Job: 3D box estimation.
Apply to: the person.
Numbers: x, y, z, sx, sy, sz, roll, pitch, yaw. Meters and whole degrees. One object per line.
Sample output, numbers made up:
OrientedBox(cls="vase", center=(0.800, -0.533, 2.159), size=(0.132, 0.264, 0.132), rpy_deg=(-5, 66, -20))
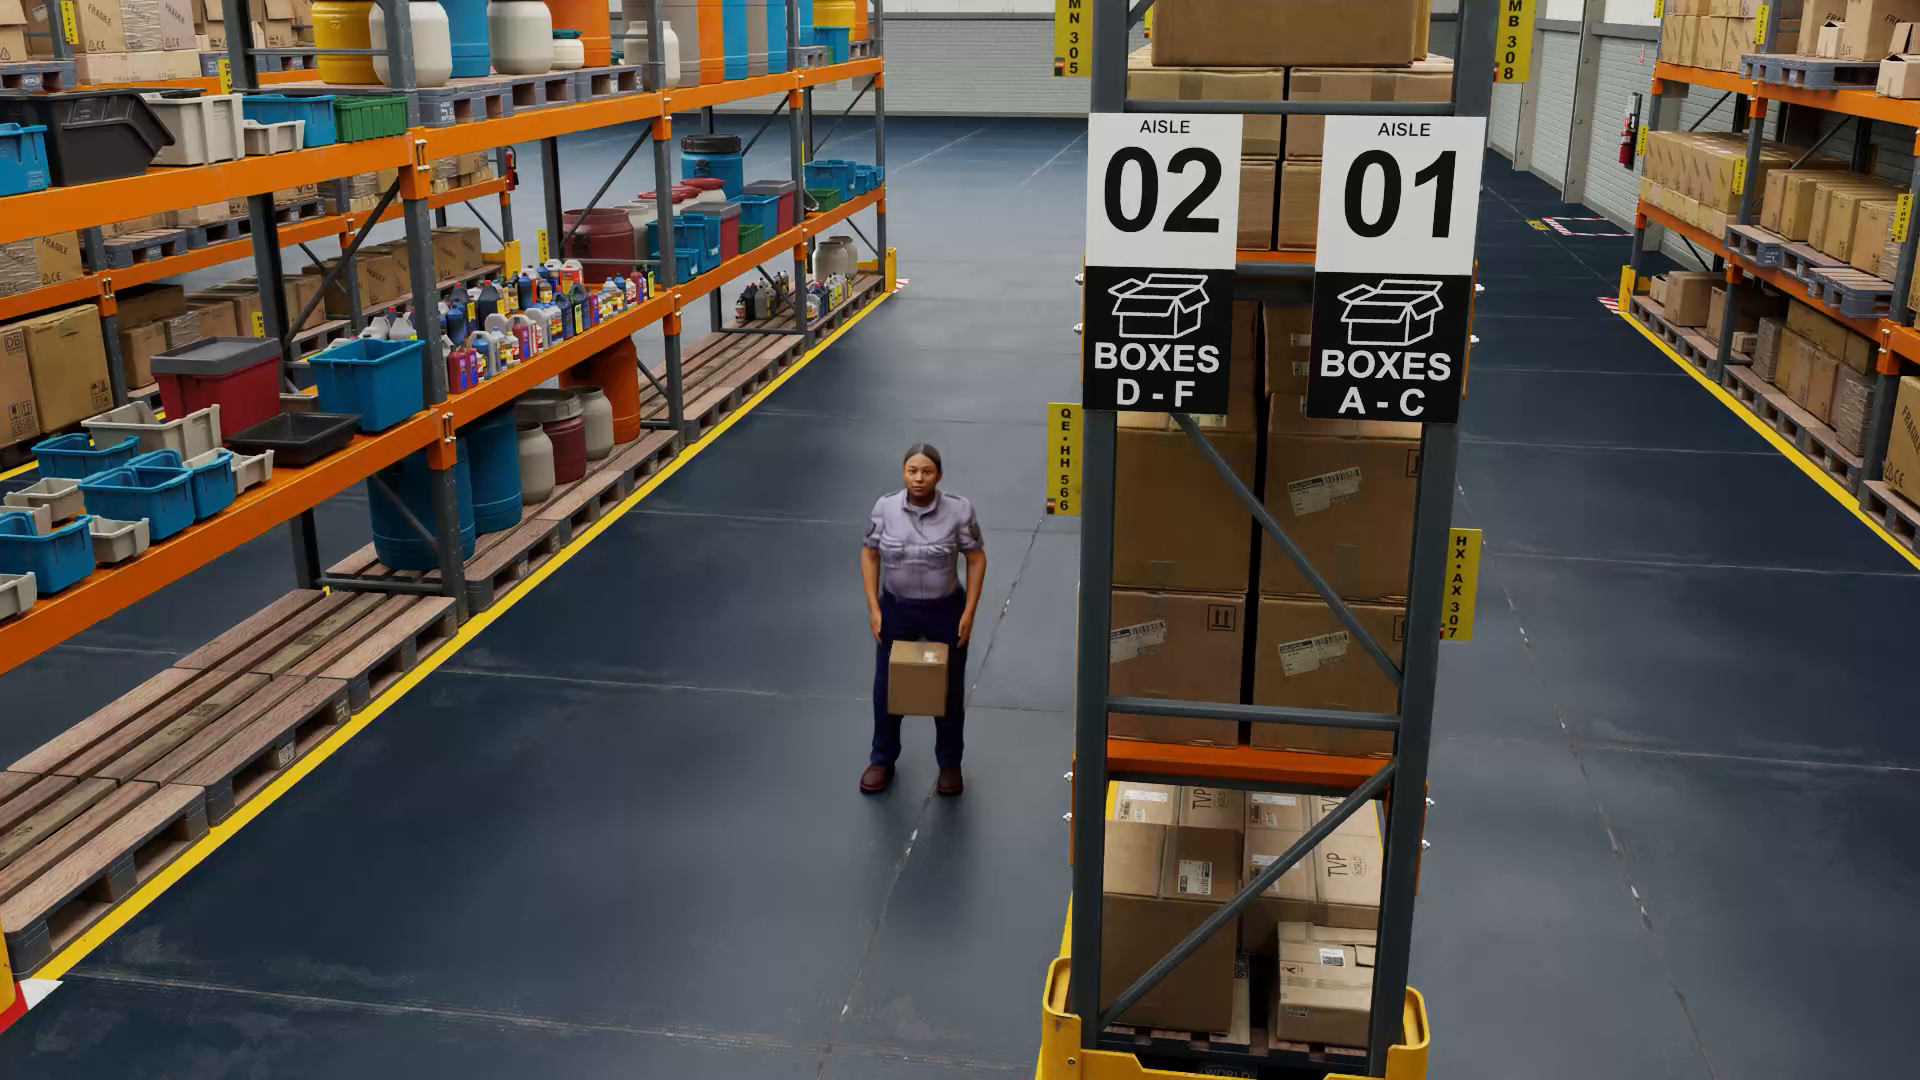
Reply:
OrientedBox(cls="person", center=(-0.171, 0.355, 7.482), size=(0.574, 1.644, 0.384), rpy_deg=(3, 18, 9))
